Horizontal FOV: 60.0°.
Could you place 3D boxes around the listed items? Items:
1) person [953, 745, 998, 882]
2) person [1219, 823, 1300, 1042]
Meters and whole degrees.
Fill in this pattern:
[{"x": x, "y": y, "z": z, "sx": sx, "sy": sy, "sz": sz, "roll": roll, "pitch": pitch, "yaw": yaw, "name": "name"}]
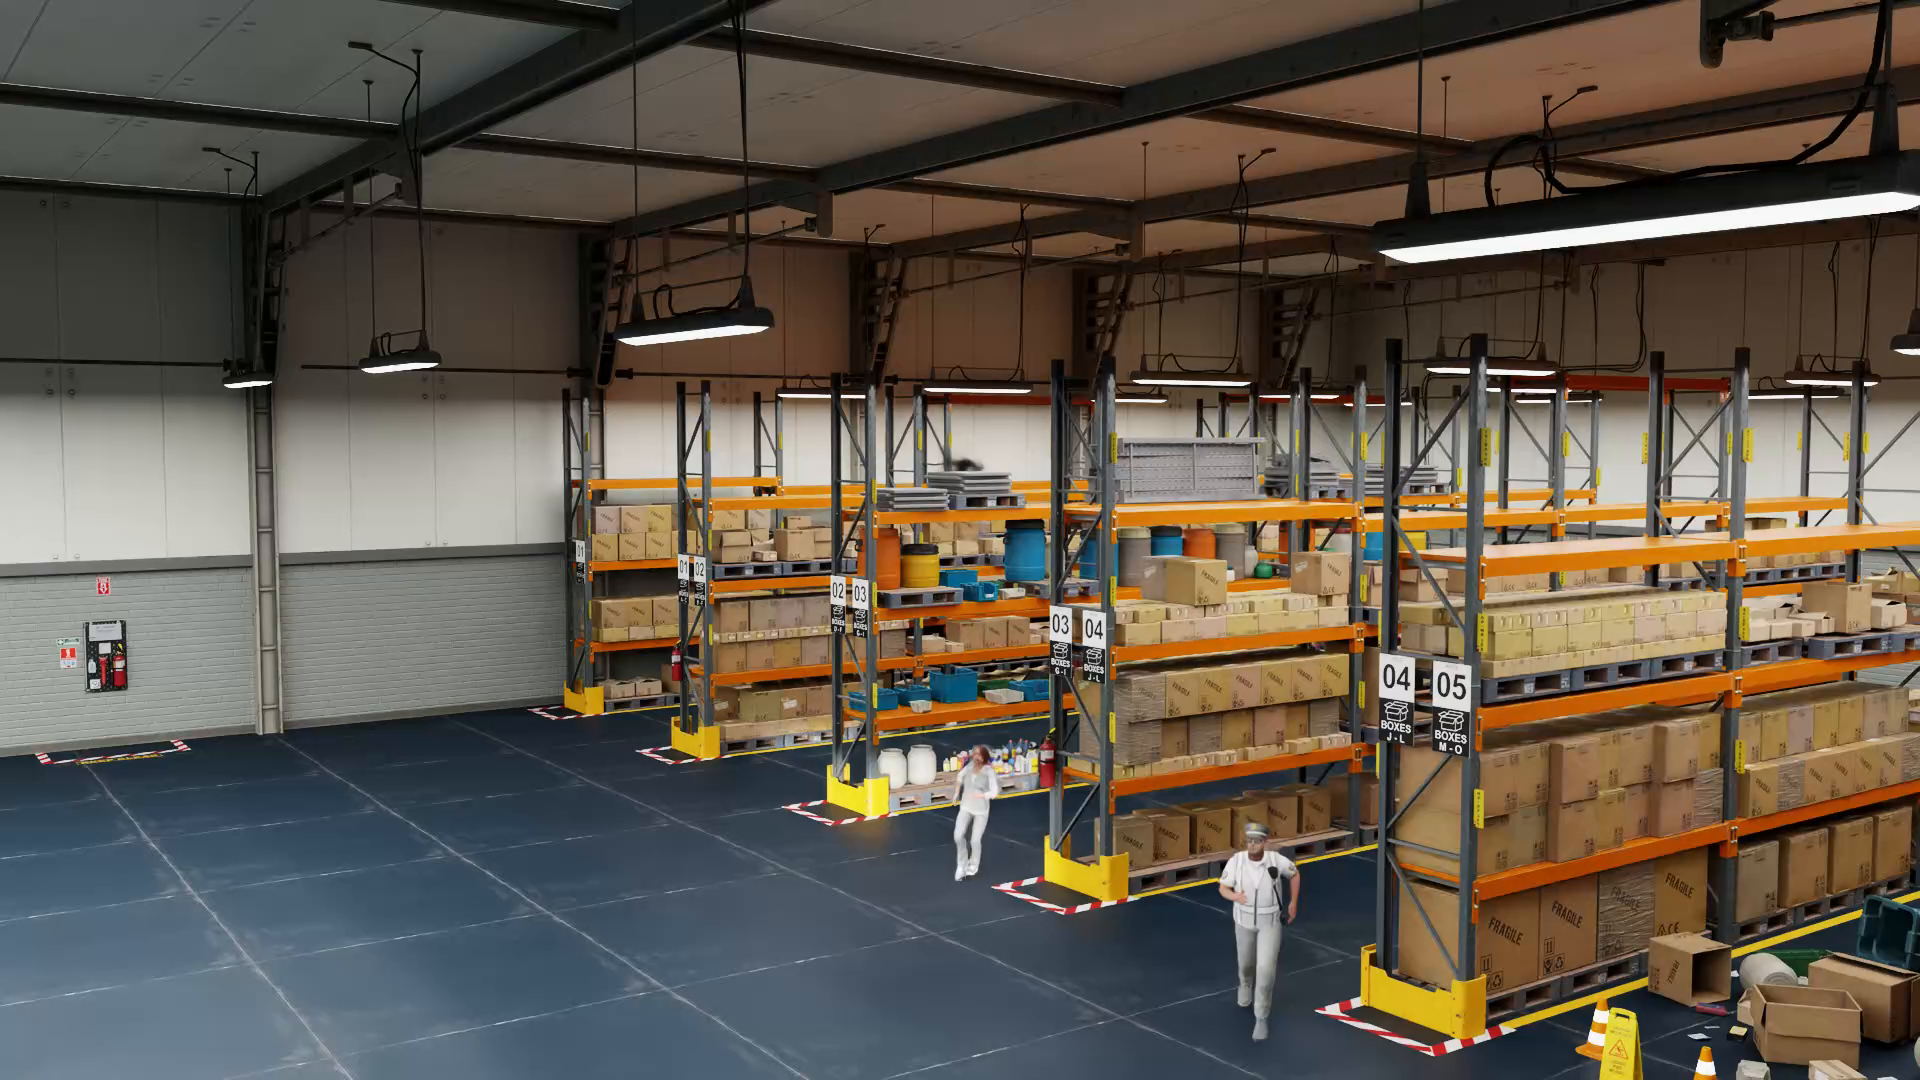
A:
[{"x": 0.175, "y": 3.148, "z": 19.192, "sx": 0.555, "sy": 1.582, "sz": 0.589, "roll": 1, "pitch": 4, "yaw": 14, "name": "person"}, {"x": 2.617, "y": 3.347, "z": 14.550, "sx": 0.672, "sy": 1.834, "sz": 0.943, "roll": 1, "pitch": 4, "yaw": 18, "name": "person"}]
